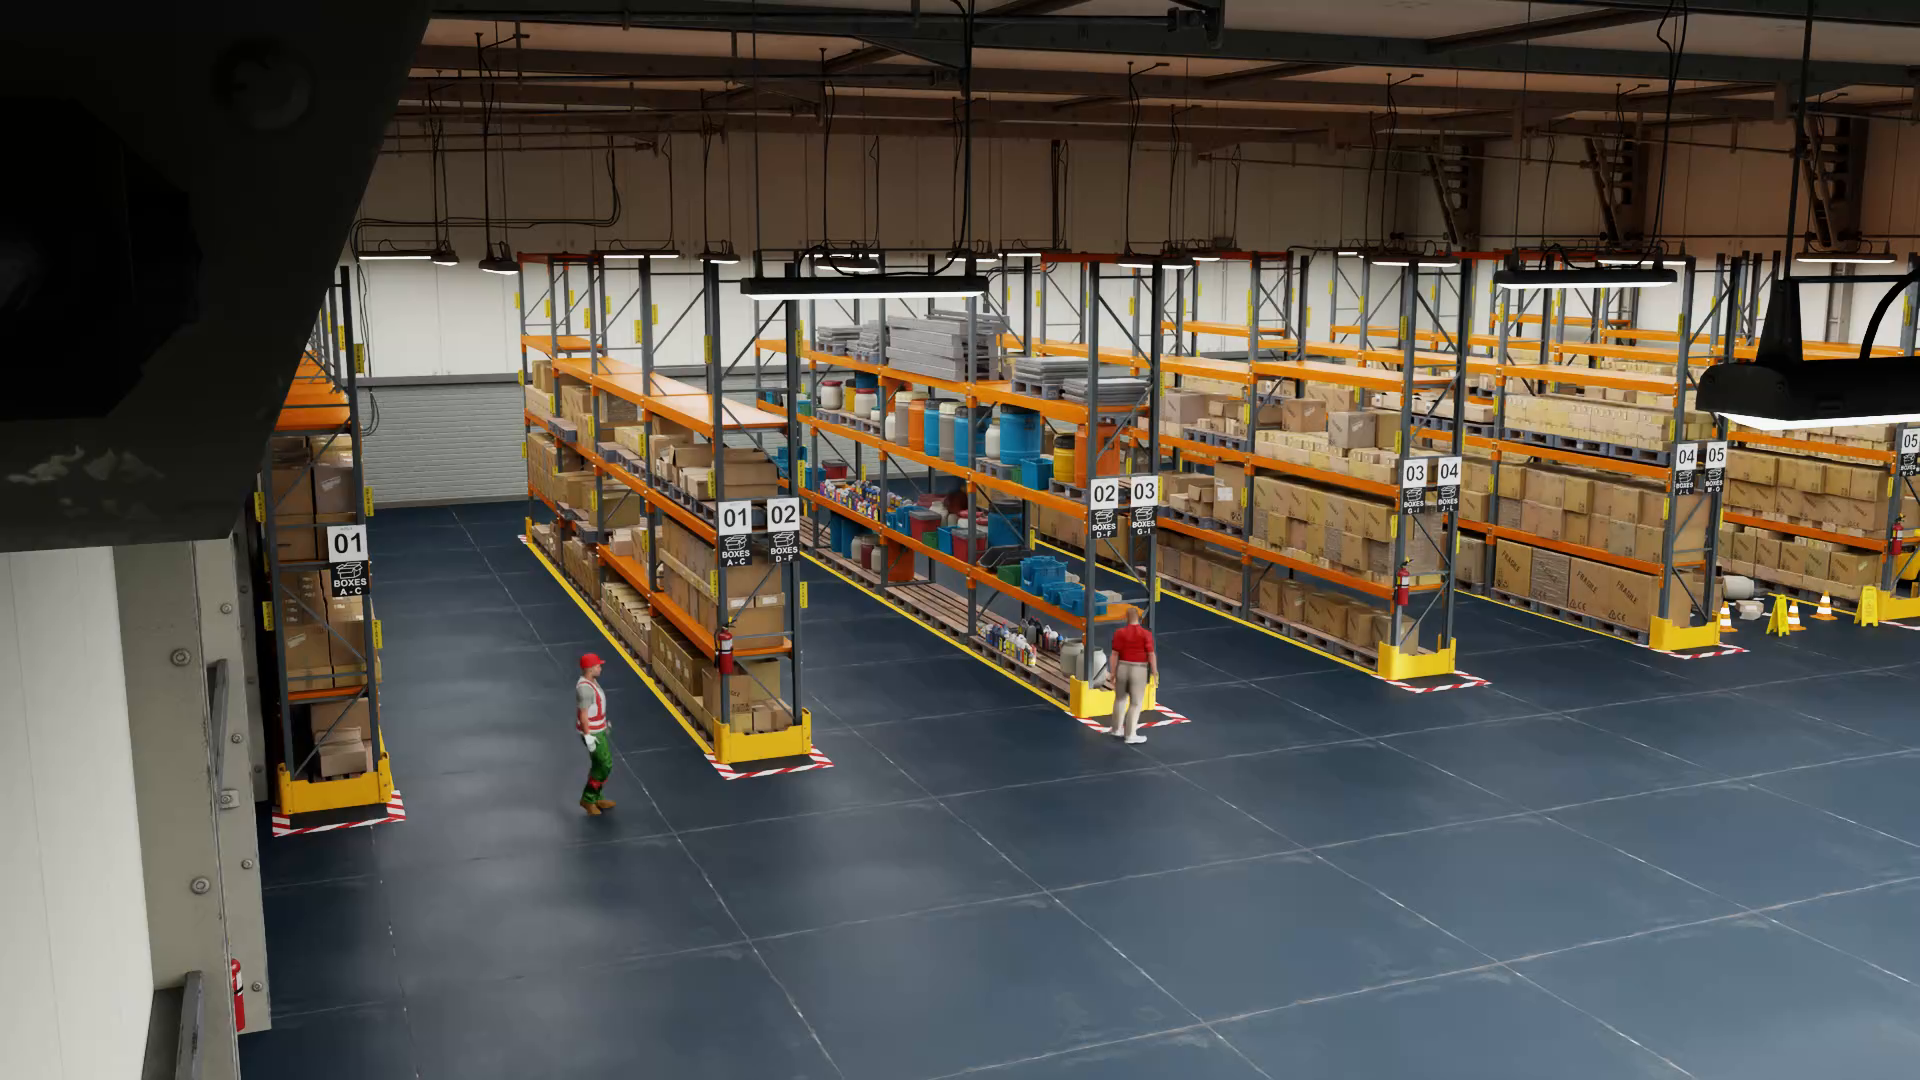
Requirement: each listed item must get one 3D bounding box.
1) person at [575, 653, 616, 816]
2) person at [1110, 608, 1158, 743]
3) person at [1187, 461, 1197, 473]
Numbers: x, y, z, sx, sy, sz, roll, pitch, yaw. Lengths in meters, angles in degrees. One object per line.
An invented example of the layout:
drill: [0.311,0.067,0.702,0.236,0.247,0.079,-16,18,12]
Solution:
person: [-4.056,2.141,18.510,0.396,1.815,0.604,-1,10,-4]
person: [2.200,1.701,21.035,0.638,1.746,0.498,7,12,32]
person: [6.096,-2.485,44.057,0.414,1.597,0.415,6,12,31]
